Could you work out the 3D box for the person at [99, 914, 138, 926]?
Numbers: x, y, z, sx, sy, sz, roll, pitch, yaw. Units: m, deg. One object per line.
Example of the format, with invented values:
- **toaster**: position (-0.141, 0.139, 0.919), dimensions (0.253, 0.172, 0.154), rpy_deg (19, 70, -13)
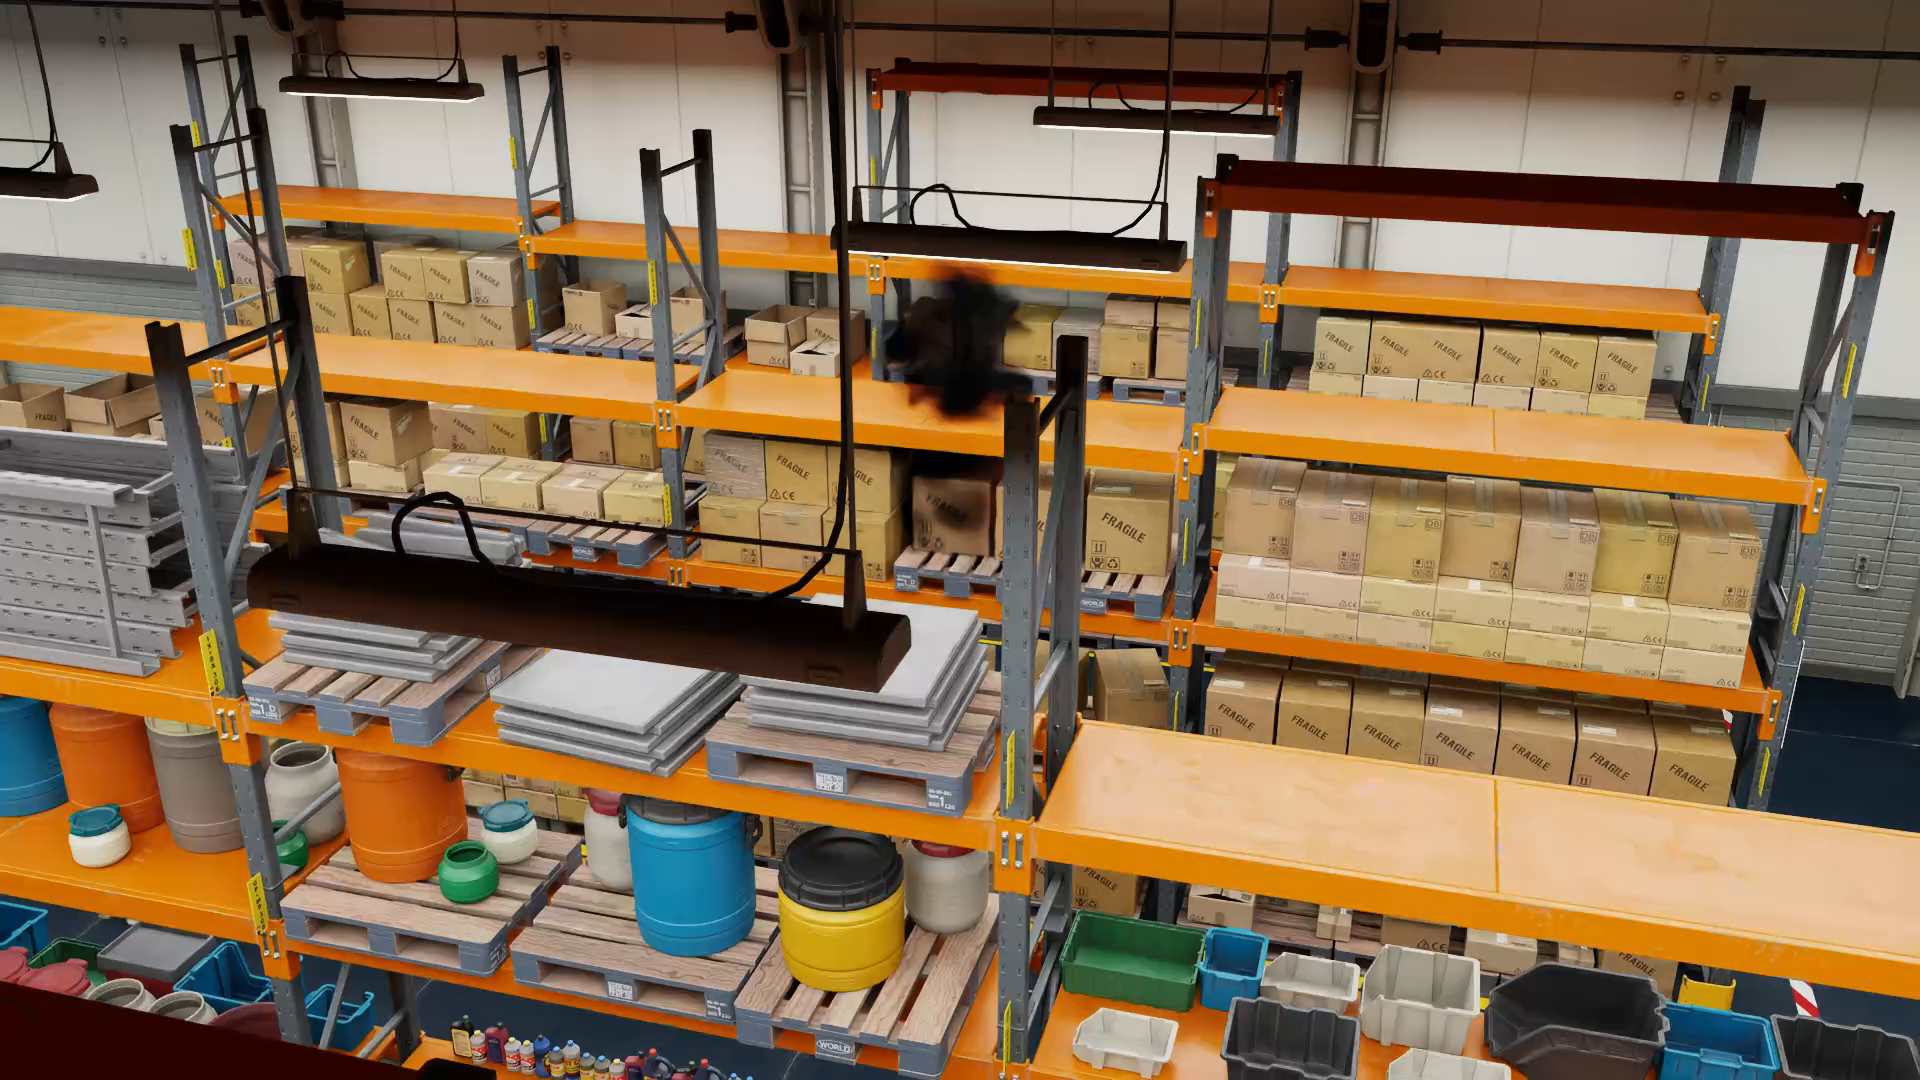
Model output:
- **person**: position (-6.704, 2.333, 13.008), dimensions (0.844, 1.769, 0.665), rpy_deg (4, 23, 9)
